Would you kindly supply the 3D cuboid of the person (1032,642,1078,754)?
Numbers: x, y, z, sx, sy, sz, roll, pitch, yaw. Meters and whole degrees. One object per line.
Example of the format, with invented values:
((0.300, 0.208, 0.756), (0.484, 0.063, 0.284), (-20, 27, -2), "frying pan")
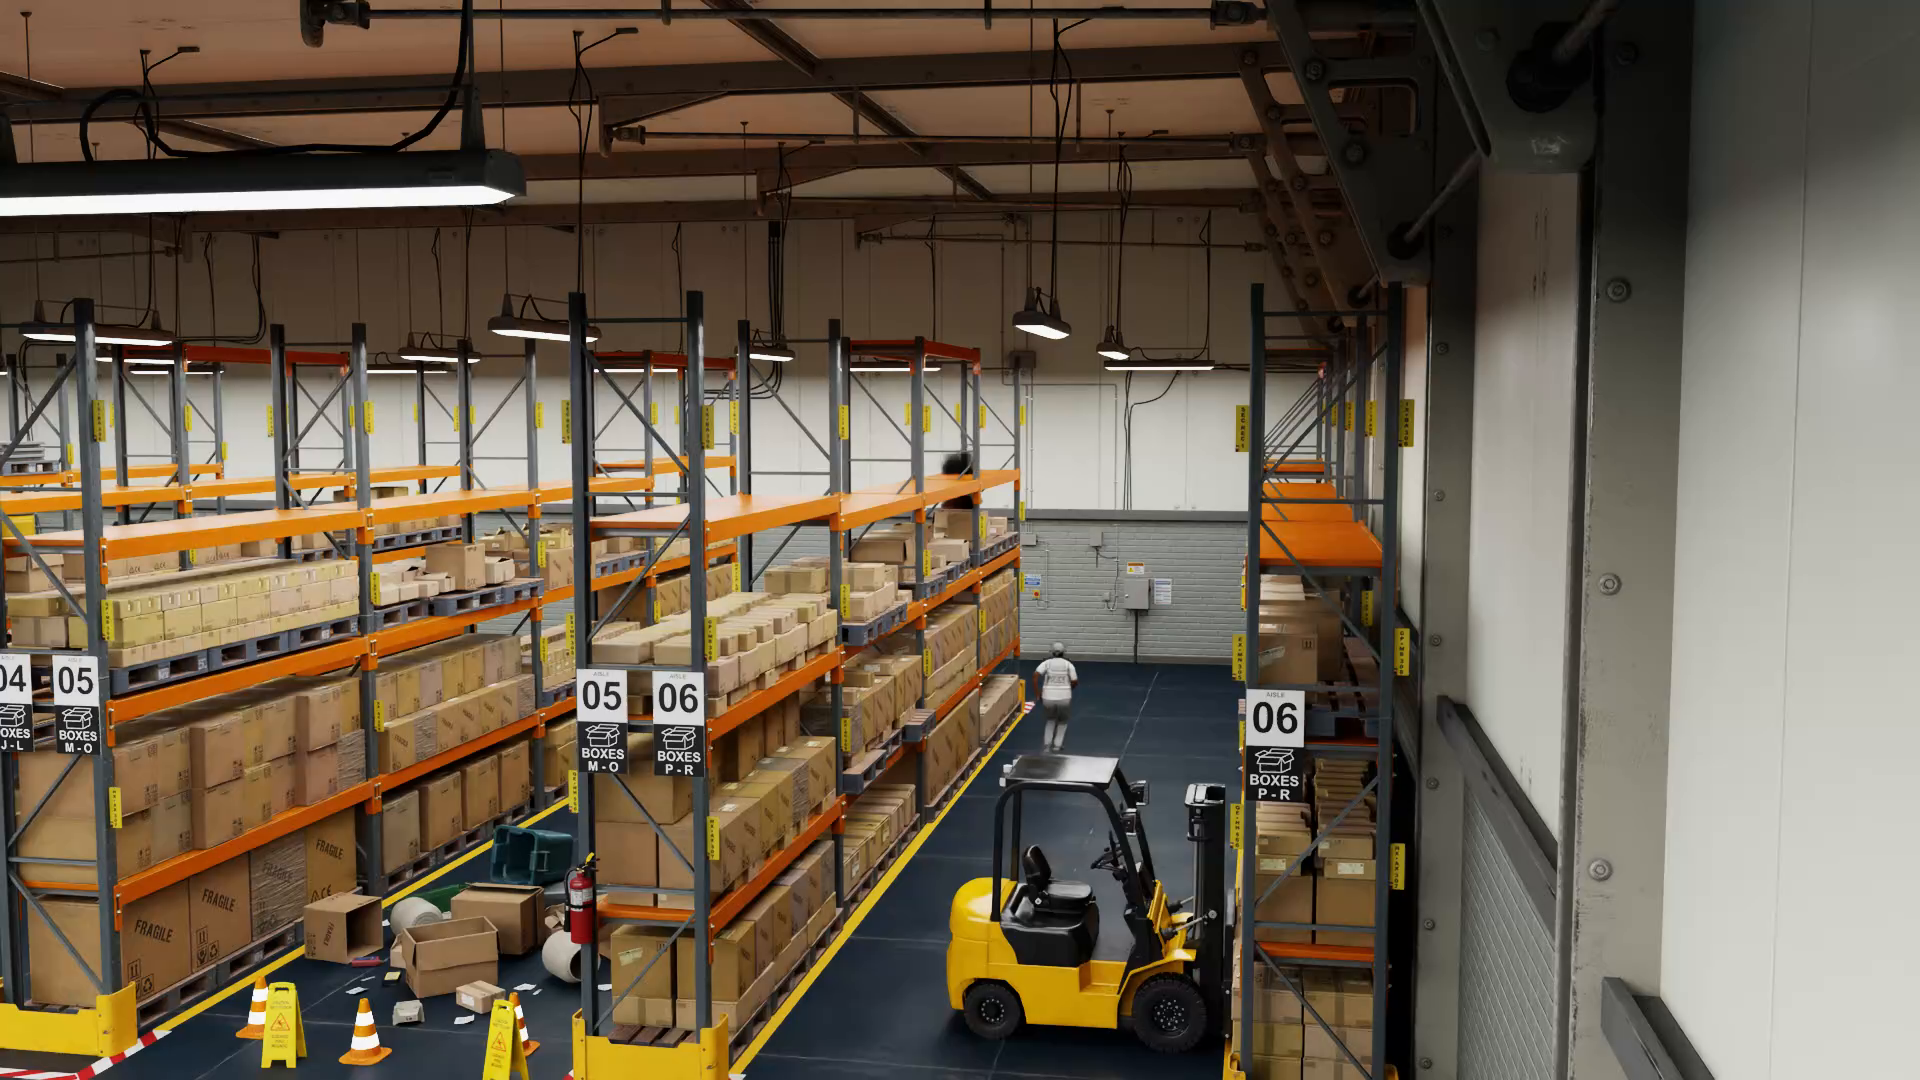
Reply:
((1.365, 2.293, 23.725), (0.626, 1.668, 0.634), (1, 5, 12), "person")
